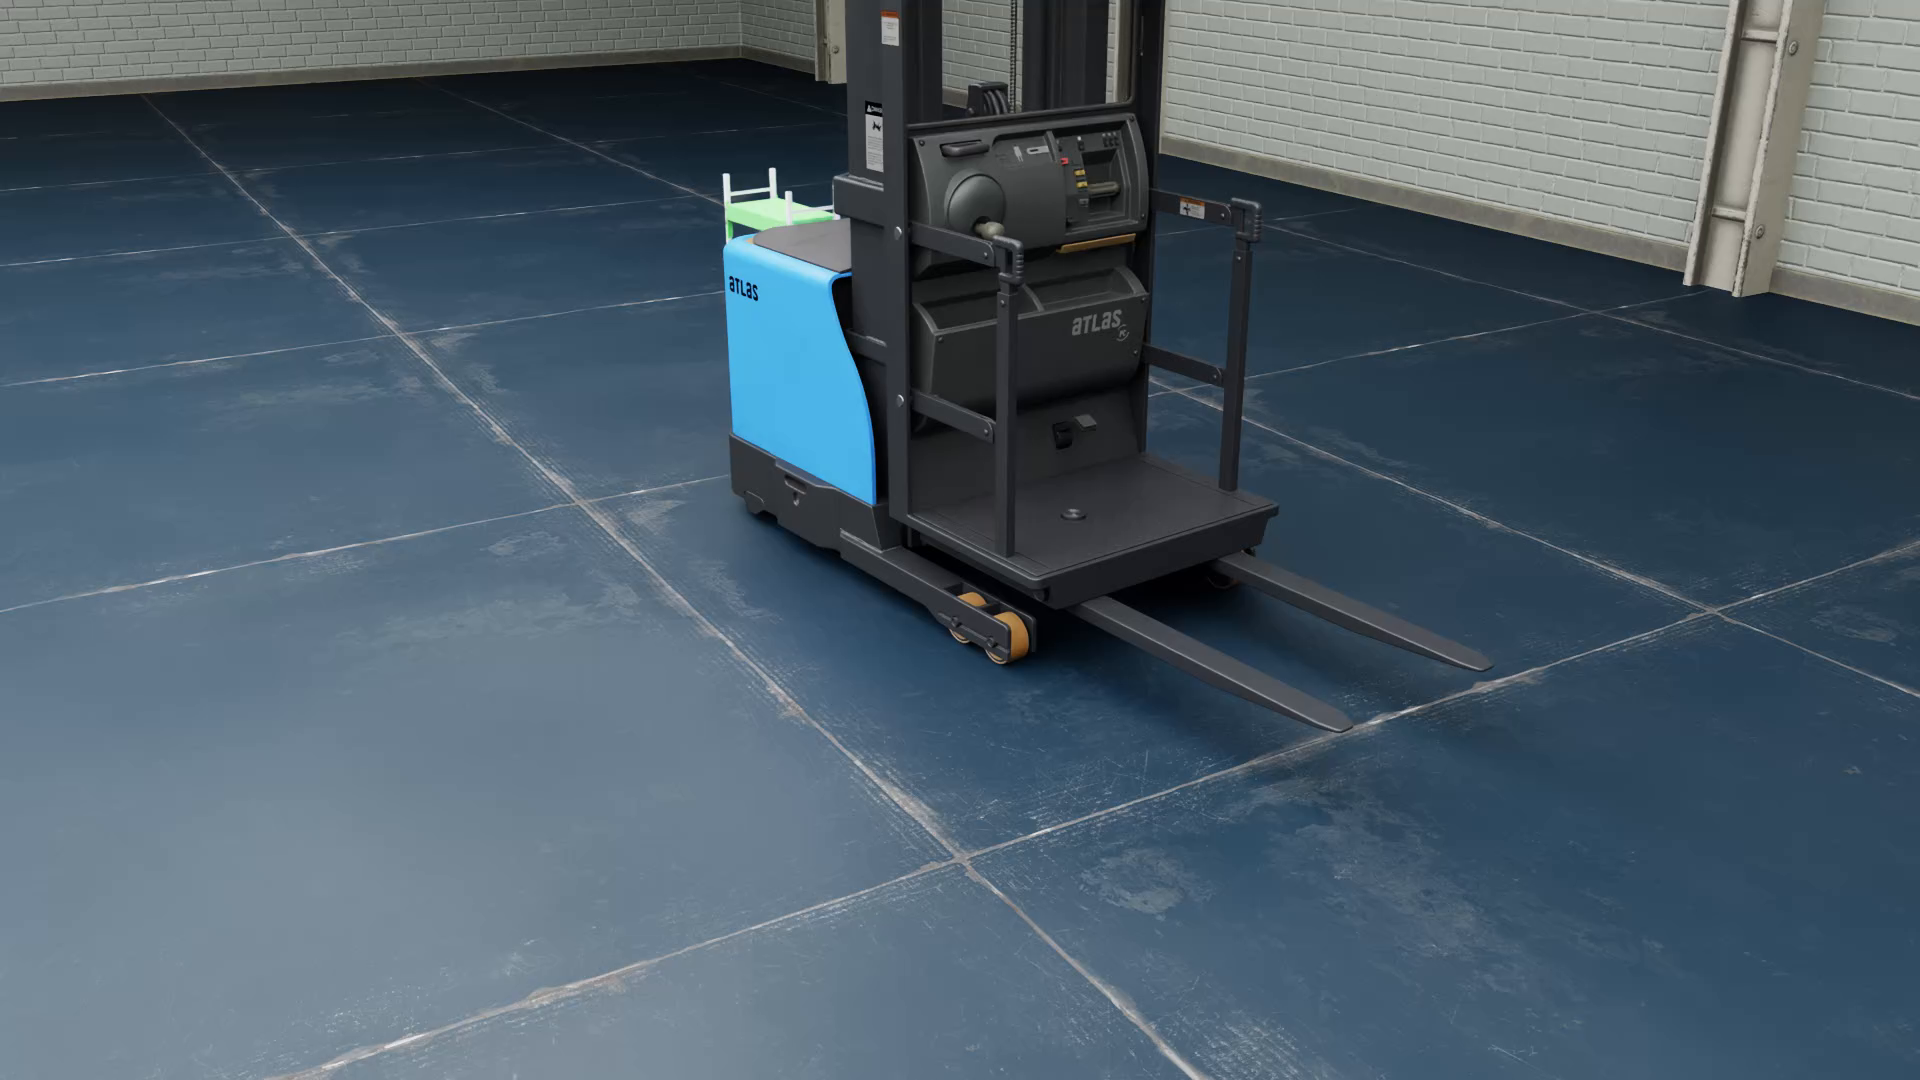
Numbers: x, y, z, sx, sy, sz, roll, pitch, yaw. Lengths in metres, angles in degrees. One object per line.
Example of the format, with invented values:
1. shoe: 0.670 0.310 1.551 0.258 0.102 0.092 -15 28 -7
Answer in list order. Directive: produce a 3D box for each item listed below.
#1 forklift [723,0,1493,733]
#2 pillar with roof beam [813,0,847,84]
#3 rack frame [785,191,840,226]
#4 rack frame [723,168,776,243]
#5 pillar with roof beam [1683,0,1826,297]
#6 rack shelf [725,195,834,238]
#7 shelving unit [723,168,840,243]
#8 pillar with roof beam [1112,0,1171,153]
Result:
1. forklift: 0.377 -1.169 5.294 1.130 2.935 3.031 -16 27 -34
2. pillar with roof beam: -5.185 -8.756 15.902 9.100 9.000 0.400 -13 25 -28
3. rack frame: -0.578 -0.821 6.737 0.240 1.200 0.015 -16 27 -34
4. rack frame: -0.870 -0.968 7.098 0.240 1.200 0.015 -16 27 -34
5. pillar with roof beam: 0.945 -4.871 6.345 9.100 9.000 0.400 -13 25 -28
6. rack shelf: -0.724 -1.280 6.761 0.258 0.148 0.480 -16 27 -34
7. shelving unit: -0.724 -0.894 6.918 0.258 1.200 0.503 -16 27 -34
8. pillar with roof beam: -2.120 -6.813 11.123 9.100 9.000 0.400 -13 25 -28
